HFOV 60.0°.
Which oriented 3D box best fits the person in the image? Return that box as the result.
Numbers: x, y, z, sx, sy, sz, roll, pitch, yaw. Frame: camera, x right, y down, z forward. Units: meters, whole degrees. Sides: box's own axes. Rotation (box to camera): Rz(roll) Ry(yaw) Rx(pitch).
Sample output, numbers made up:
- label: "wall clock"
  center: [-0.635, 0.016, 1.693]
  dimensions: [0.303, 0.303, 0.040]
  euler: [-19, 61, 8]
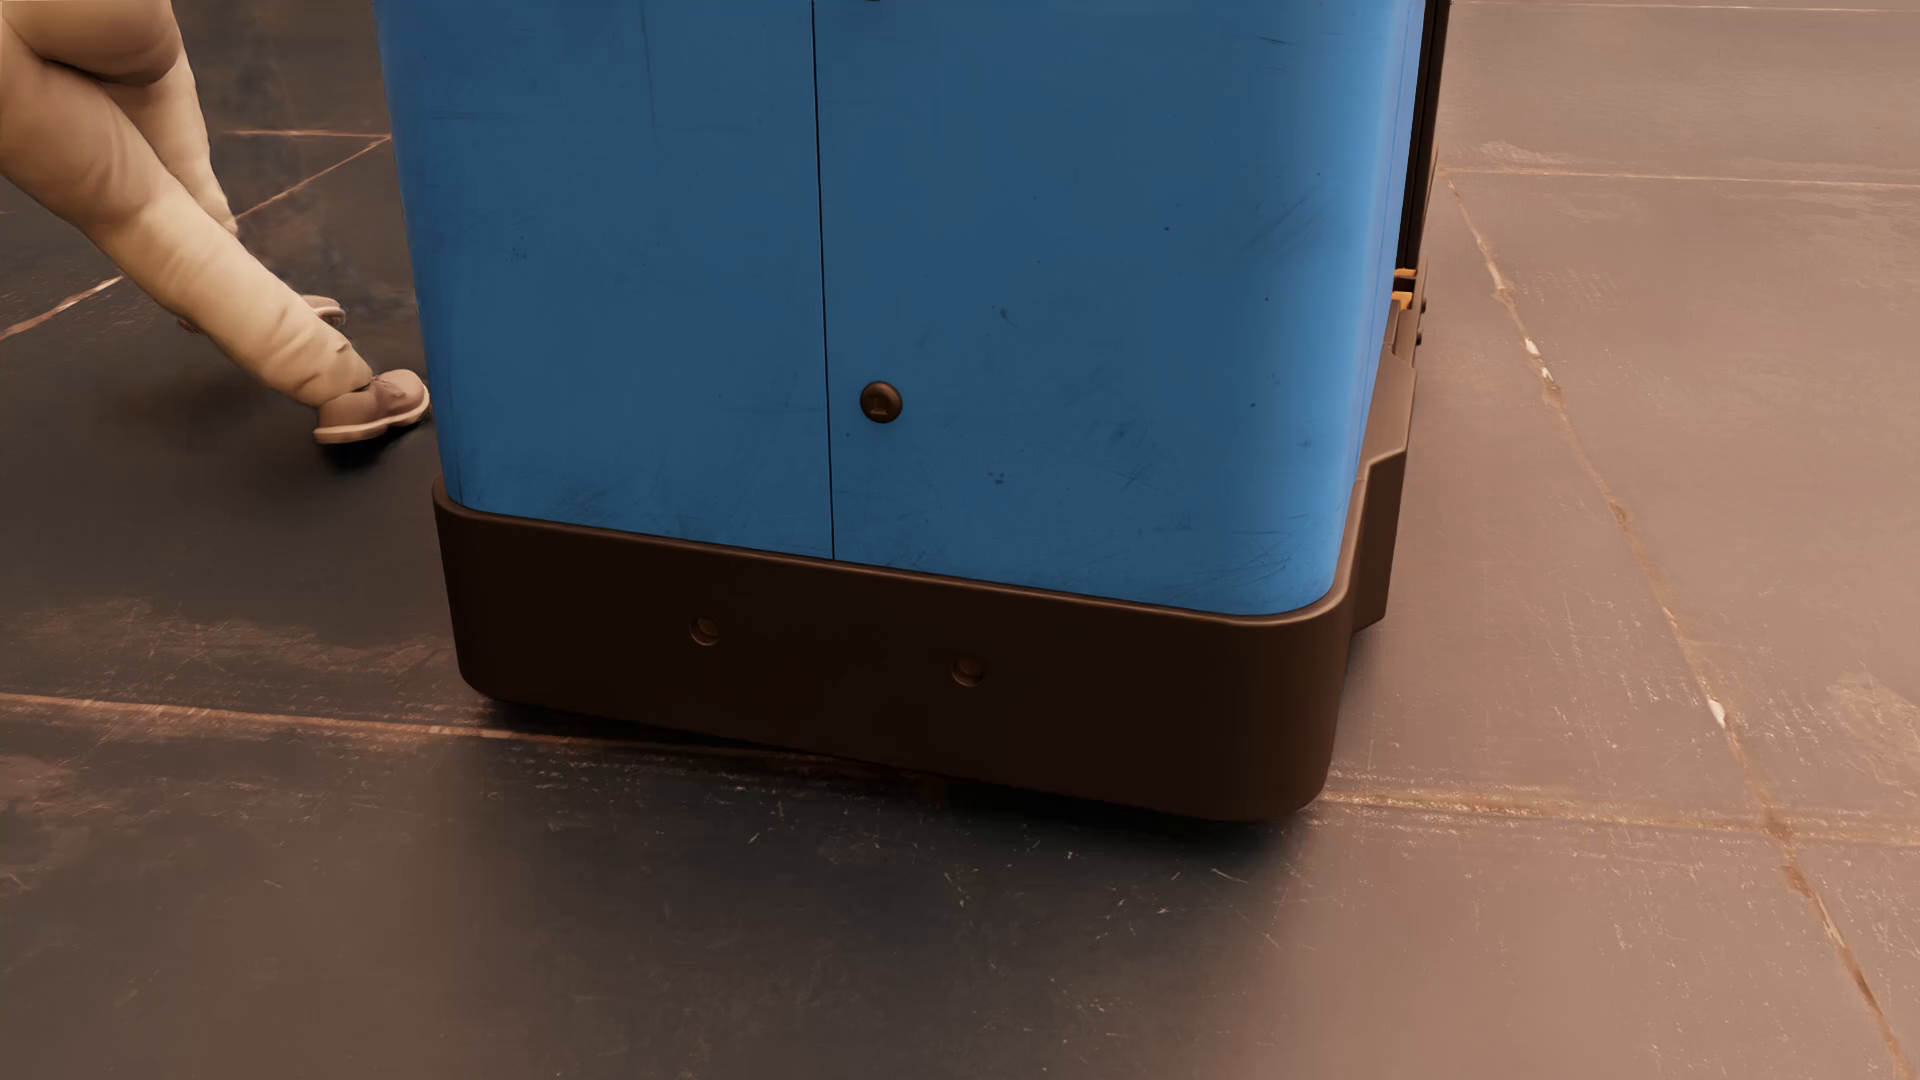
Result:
- label: "person"
  center: [-1.367, -0.941, 2.685]
  dimensions: [0.999, 1.515, 0.936]
  euler: [-7, 27, -13]

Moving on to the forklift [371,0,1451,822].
- label: "forklift"
  center: [0.293, -1.653, 2.531]
  dimensions: [1.130, 2.935, 3.031]
  euler: [8, 27, 15]
